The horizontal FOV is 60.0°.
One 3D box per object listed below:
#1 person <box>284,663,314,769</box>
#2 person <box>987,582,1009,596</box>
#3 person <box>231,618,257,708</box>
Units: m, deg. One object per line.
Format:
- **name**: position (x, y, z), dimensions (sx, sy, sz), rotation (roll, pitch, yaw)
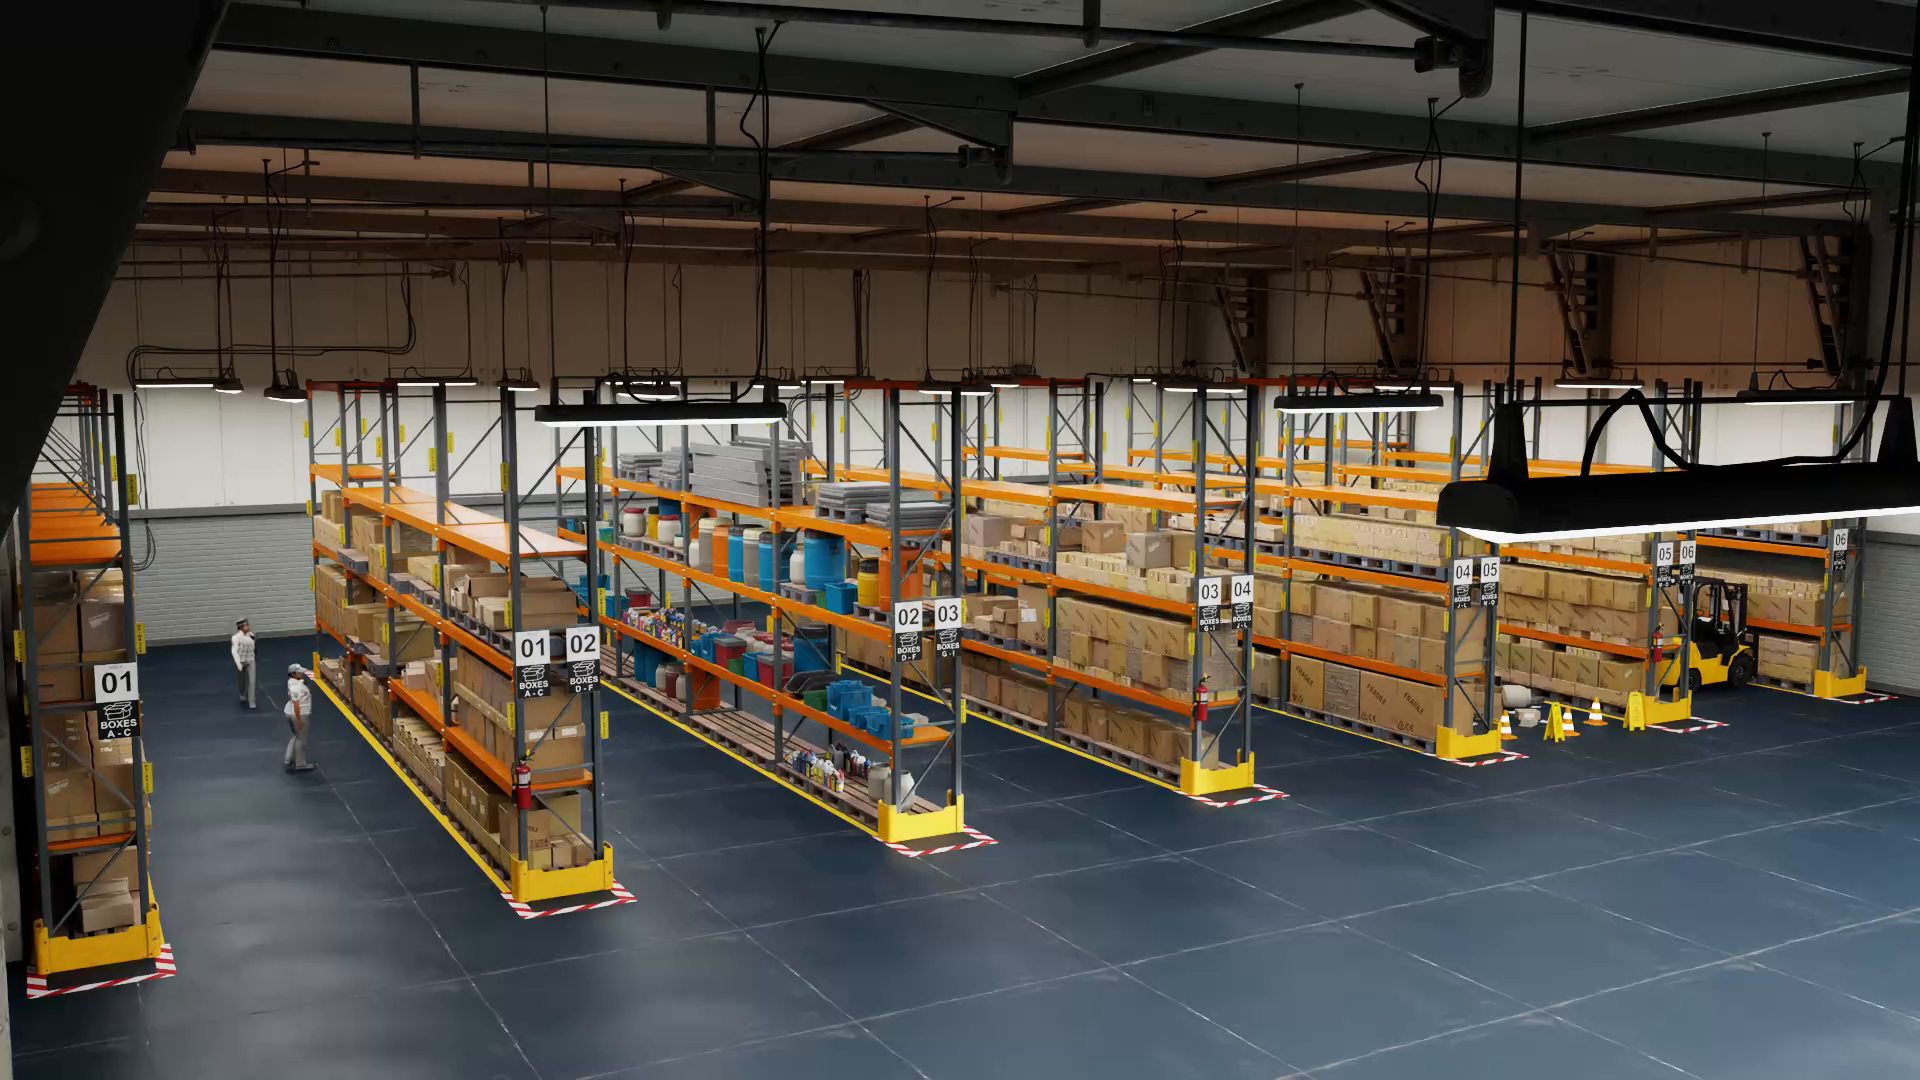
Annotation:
- **person**: position (-10.306, 2.747, 25.935), dimensions (0.519, 1.680, 0.470), rotation (6, 9, 44)
- **person**: position (0.880, 0.925, 42.571), dimensions (0.832, 1.743, 0.581), rotation (-6, 8, -44)
- **person**: position (-13.212, 2.248, 30.709), dimensions (0.440, 1.637, 0.948), rotation (-3, 7, -26)
